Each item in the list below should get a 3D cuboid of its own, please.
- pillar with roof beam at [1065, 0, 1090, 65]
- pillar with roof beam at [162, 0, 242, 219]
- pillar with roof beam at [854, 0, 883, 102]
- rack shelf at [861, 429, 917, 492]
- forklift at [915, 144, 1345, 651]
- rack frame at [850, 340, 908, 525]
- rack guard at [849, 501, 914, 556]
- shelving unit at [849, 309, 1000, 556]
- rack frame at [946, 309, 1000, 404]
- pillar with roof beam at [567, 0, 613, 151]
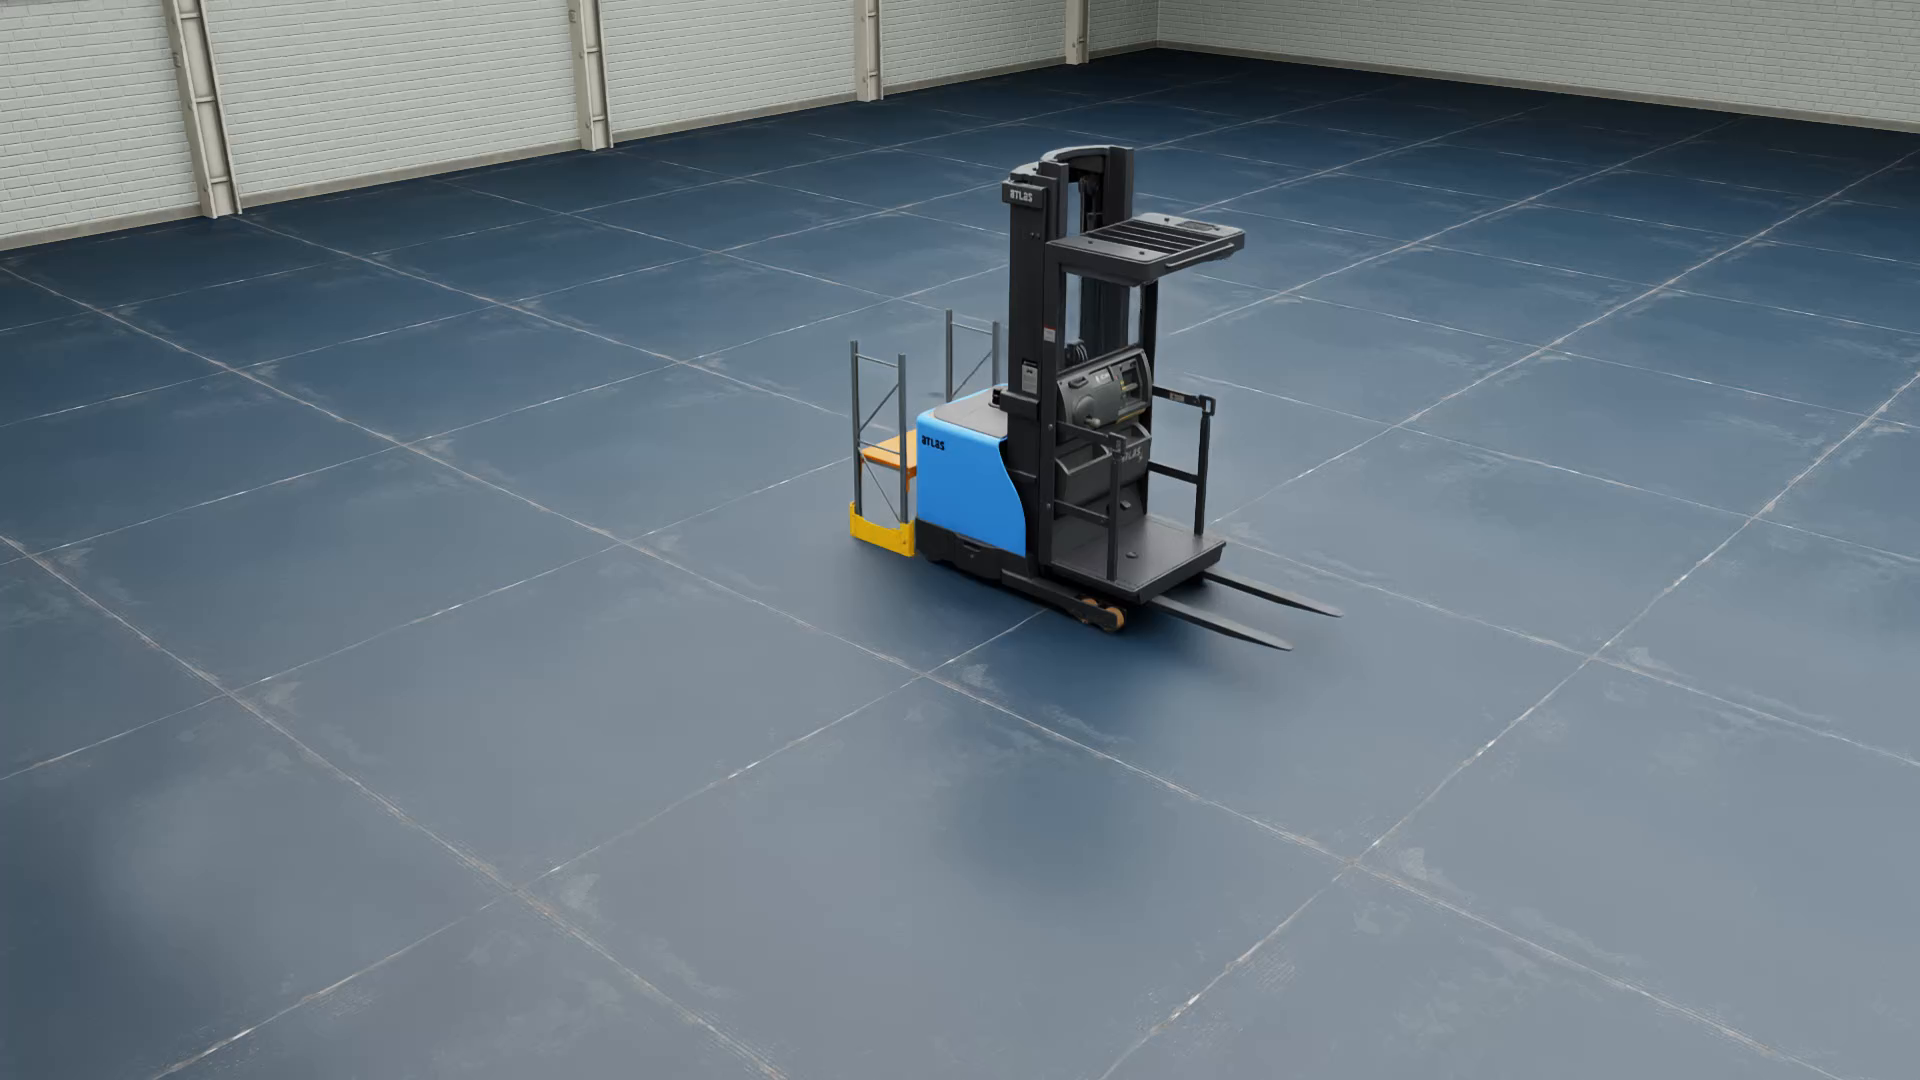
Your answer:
[{"bbox_3d":[5.589,-12.669,29.479,9.100,9.000,0.400,20,31,38],"label":"pillar with roof beam"},{"bbox_3d":[-6.425,-7.185,17.248,9.100,9.000,0.400,20,31,38],"label":"pillar with roof beam"},{"bbox_3d":[1.584,-10.841,25.402,9.100,9.000,0.400,20,31,38],"label":"pillar with roof beam"},{"bbox_3d":[-0.240,-0.649,12.275,0.538,0.185,1.000,19,31,37],"label":"rack shelf"},{"bbox_3d":[1.113,-0.974,10.812,3.031,2.935,1.130,20,31,38],"label":"forklift"},{"bbox_3d":[-0.572,-0.656,11.850,0.500,1.500,0.032,19,31,37],"label":"rack frame"},{"bbox_3d":[-0.571,-0.086,12.107,0.587,0.250,0.087,19,31,37],"label":"rack guard"},{"bbox_3d":[-0.246,-0.810,12.195,0.587,1.500,1.083,19,31,37],"label":"shelving unit"},{"bbox_3d":[0.092,-0.971,12.553,0.500,1.500,0.032,19,31,37],"label":"rack frame"},{"bbox_3d":[-2.420,-9.013,21.325,9.100,9.000,0.400,20,31,38],"label":"pillar with roof beam"}]
